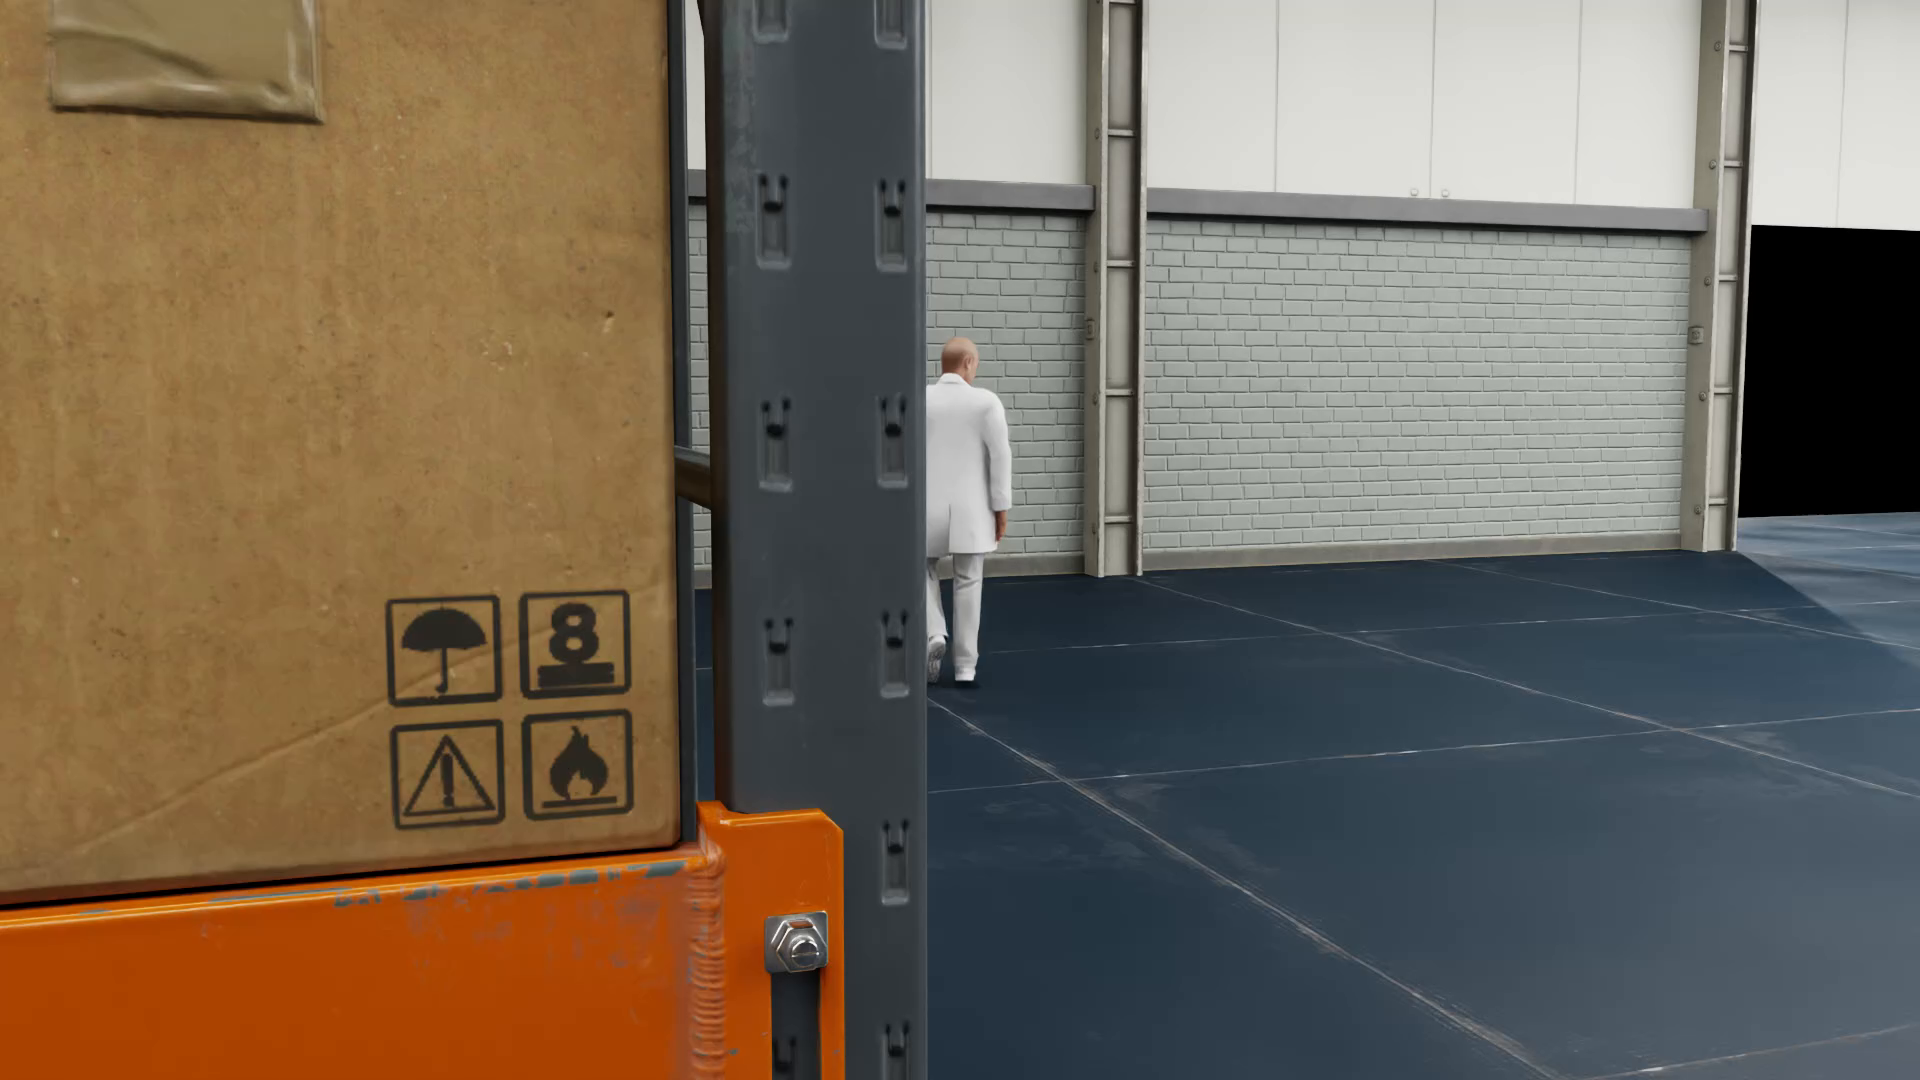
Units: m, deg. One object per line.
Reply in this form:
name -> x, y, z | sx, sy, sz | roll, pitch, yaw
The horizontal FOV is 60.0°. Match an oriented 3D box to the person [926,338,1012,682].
person -> -0.036, -0.140, 8.652 | 0.616, 1.812, 0.438 | 0, 6, 4
